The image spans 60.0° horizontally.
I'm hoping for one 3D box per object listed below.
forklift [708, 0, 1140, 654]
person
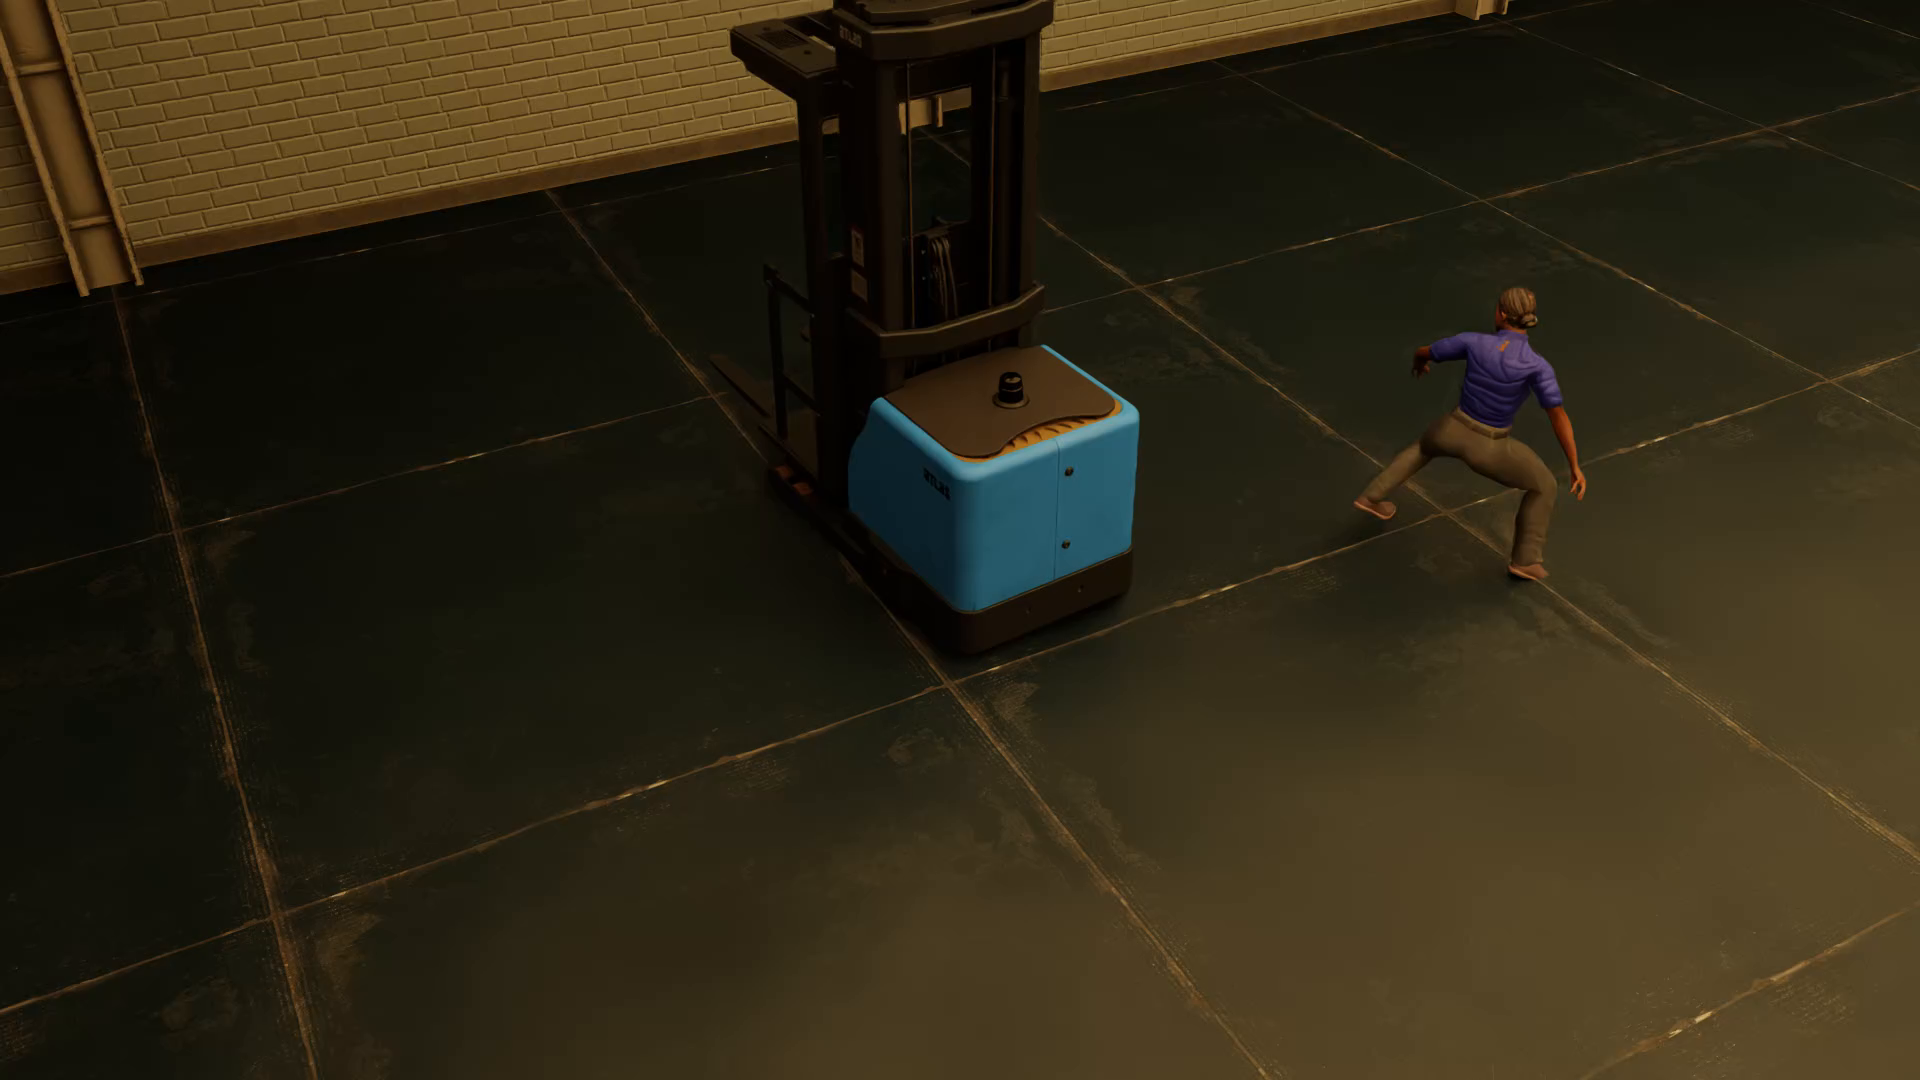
[{"bbox_3d":[-0.379,-1.478,8.214,1.130,2.935,3.031,-21,40,-27],"label":"forklift"},{"bbox_3d":[2.593,-0.485,8.136,1.109,1.544,0.479,28,44,34],"label":"person"}]
